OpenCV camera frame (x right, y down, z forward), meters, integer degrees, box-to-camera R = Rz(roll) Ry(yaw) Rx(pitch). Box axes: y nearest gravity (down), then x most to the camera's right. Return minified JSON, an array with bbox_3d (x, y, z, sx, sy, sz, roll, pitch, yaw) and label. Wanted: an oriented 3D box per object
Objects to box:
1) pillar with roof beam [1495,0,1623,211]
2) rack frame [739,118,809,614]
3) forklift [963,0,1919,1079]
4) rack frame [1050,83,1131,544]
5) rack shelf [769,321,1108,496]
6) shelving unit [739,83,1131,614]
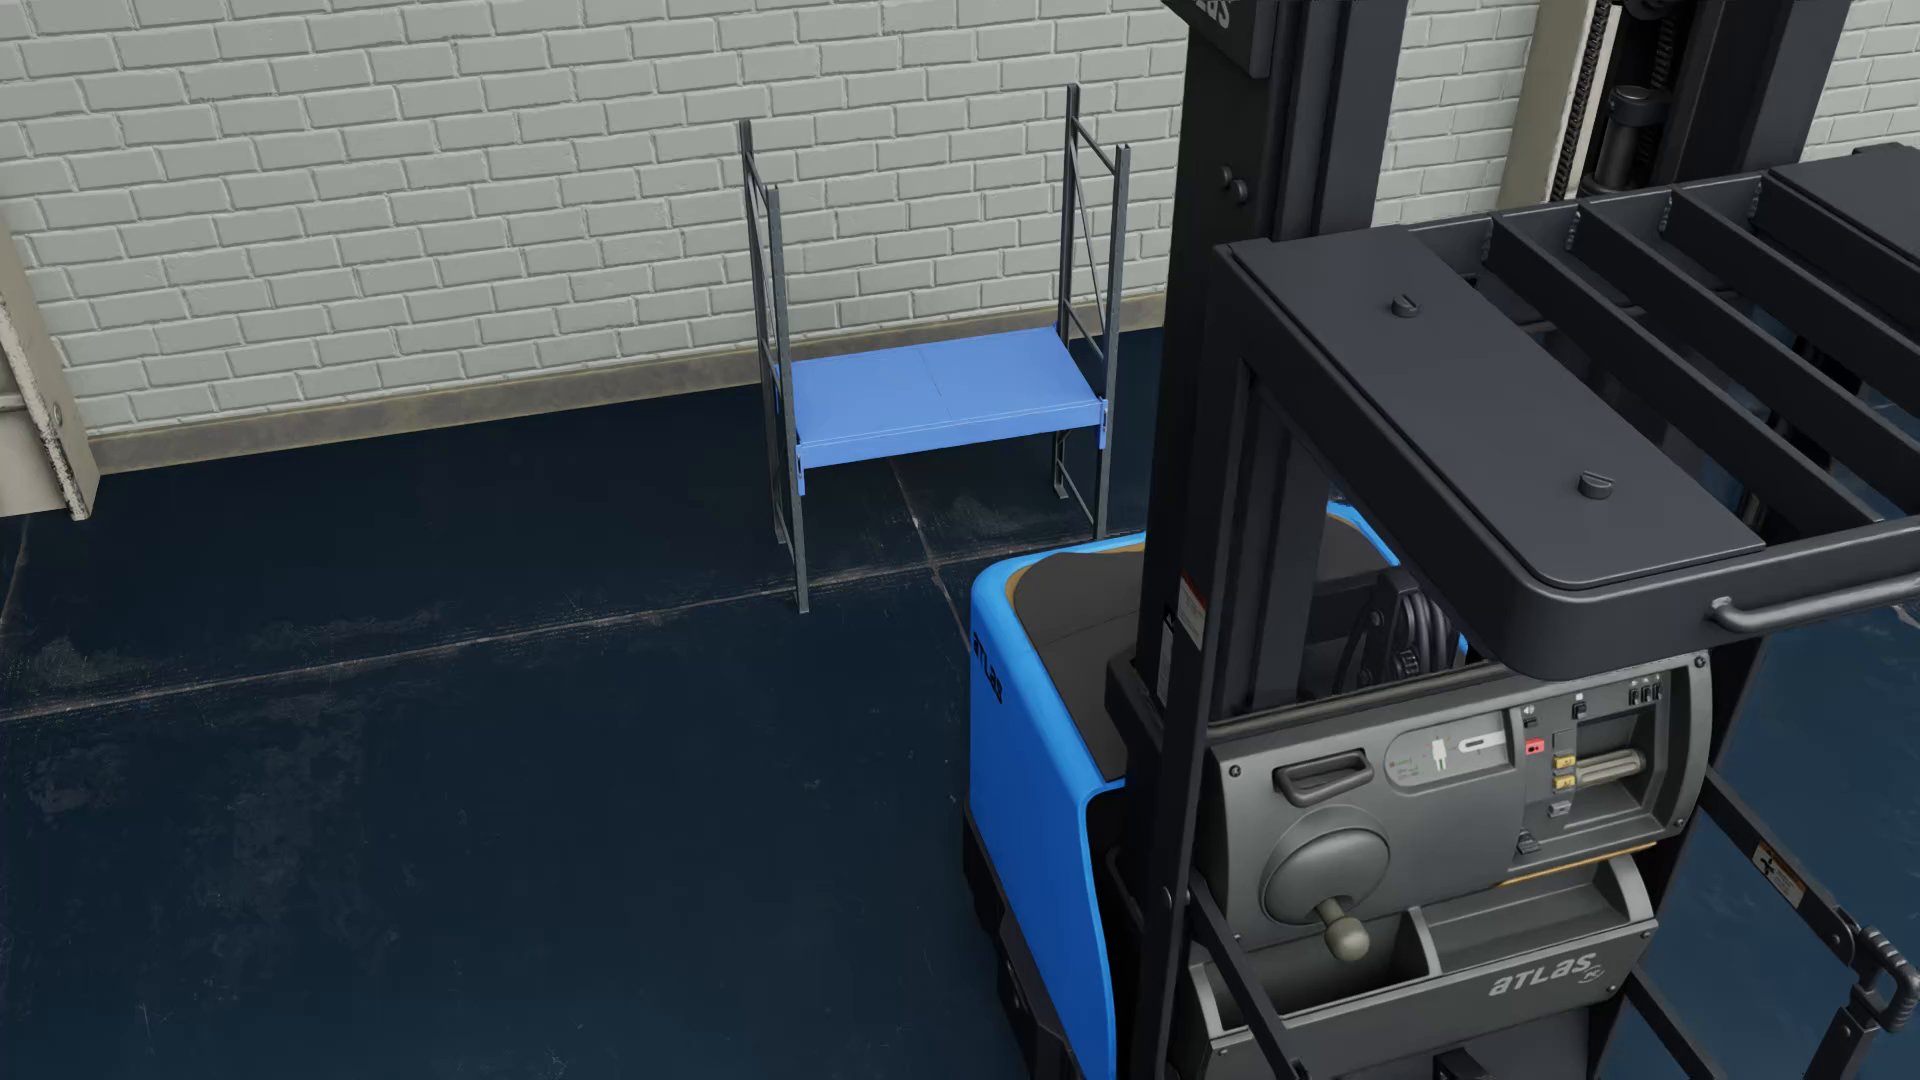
[{"bbox_3d":[3.621,-2.135,1.134,0.400,9.000,9.100,-9,38,-12],"label":"pillar with roof beam"},{"bbox_3d":[-0.573,-0.502,5.171,0.032,1.500,0.500,-9,38,-12],"label":"rack frame"},{"bbox_3d":[0.936,0.513,2.668,1.130,2.935,3.031,-11,39,-14],"label":"forklift"},{"bbox_3d":[0.408,-0.663,5.382,0.032,1.500,0.500,-9,38,-12],"label":"rack frame"},{"bbox_3d":[-0.082,-0.439,5.386,1.000,0.185,0.538,-9,38,-12],"label":"rack shelf"},{"bbox_3d":[-0.082,-0.582,5.277,1.048,1.500,0.538,-9,38,-12],"label":"shelving unit"}]
